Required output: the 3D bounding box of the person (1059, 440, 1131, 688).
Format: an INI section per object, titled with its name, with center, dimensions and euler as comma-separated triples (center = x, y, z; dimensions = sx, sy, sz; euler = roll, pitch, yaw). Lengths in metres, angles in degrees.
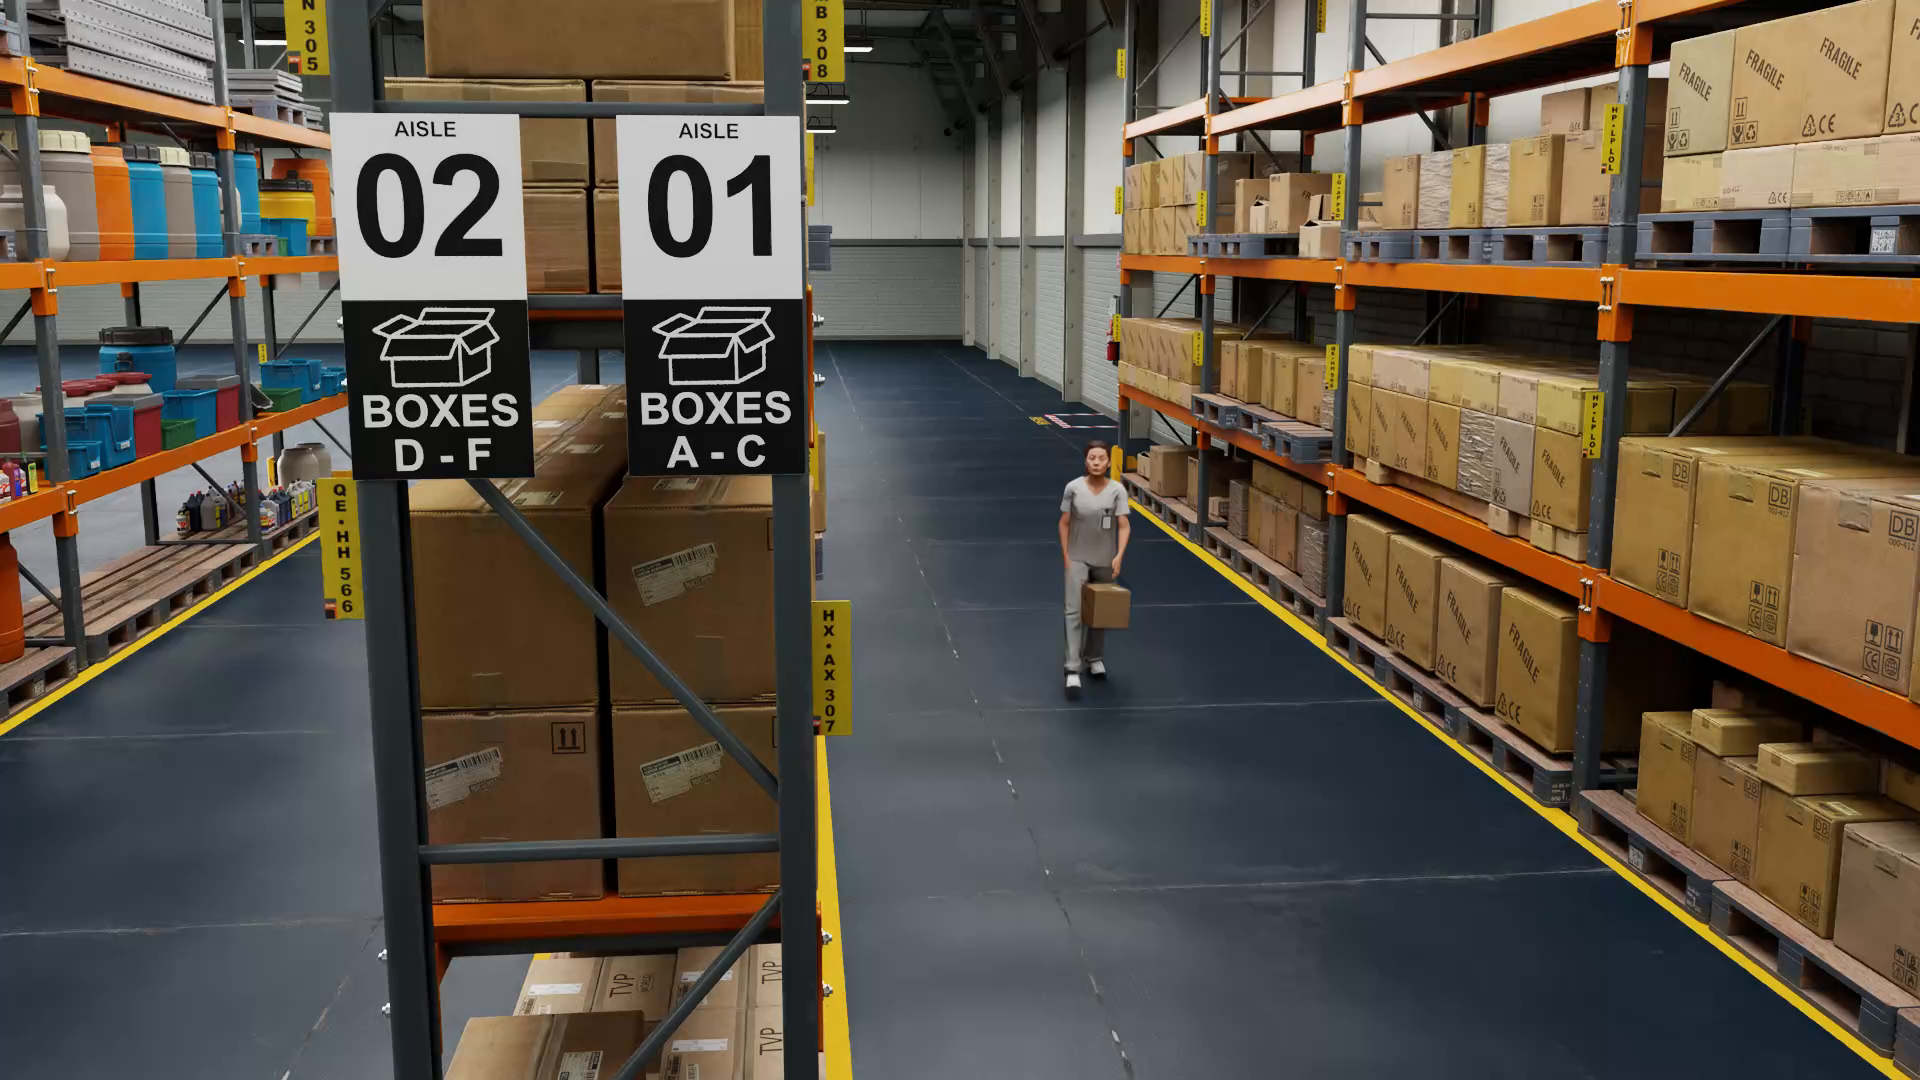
[person]
center = 0.898, 0.153, 11.057
dimensions = 0.472, 1.633, 0.896
euler = 0, 10, 0
